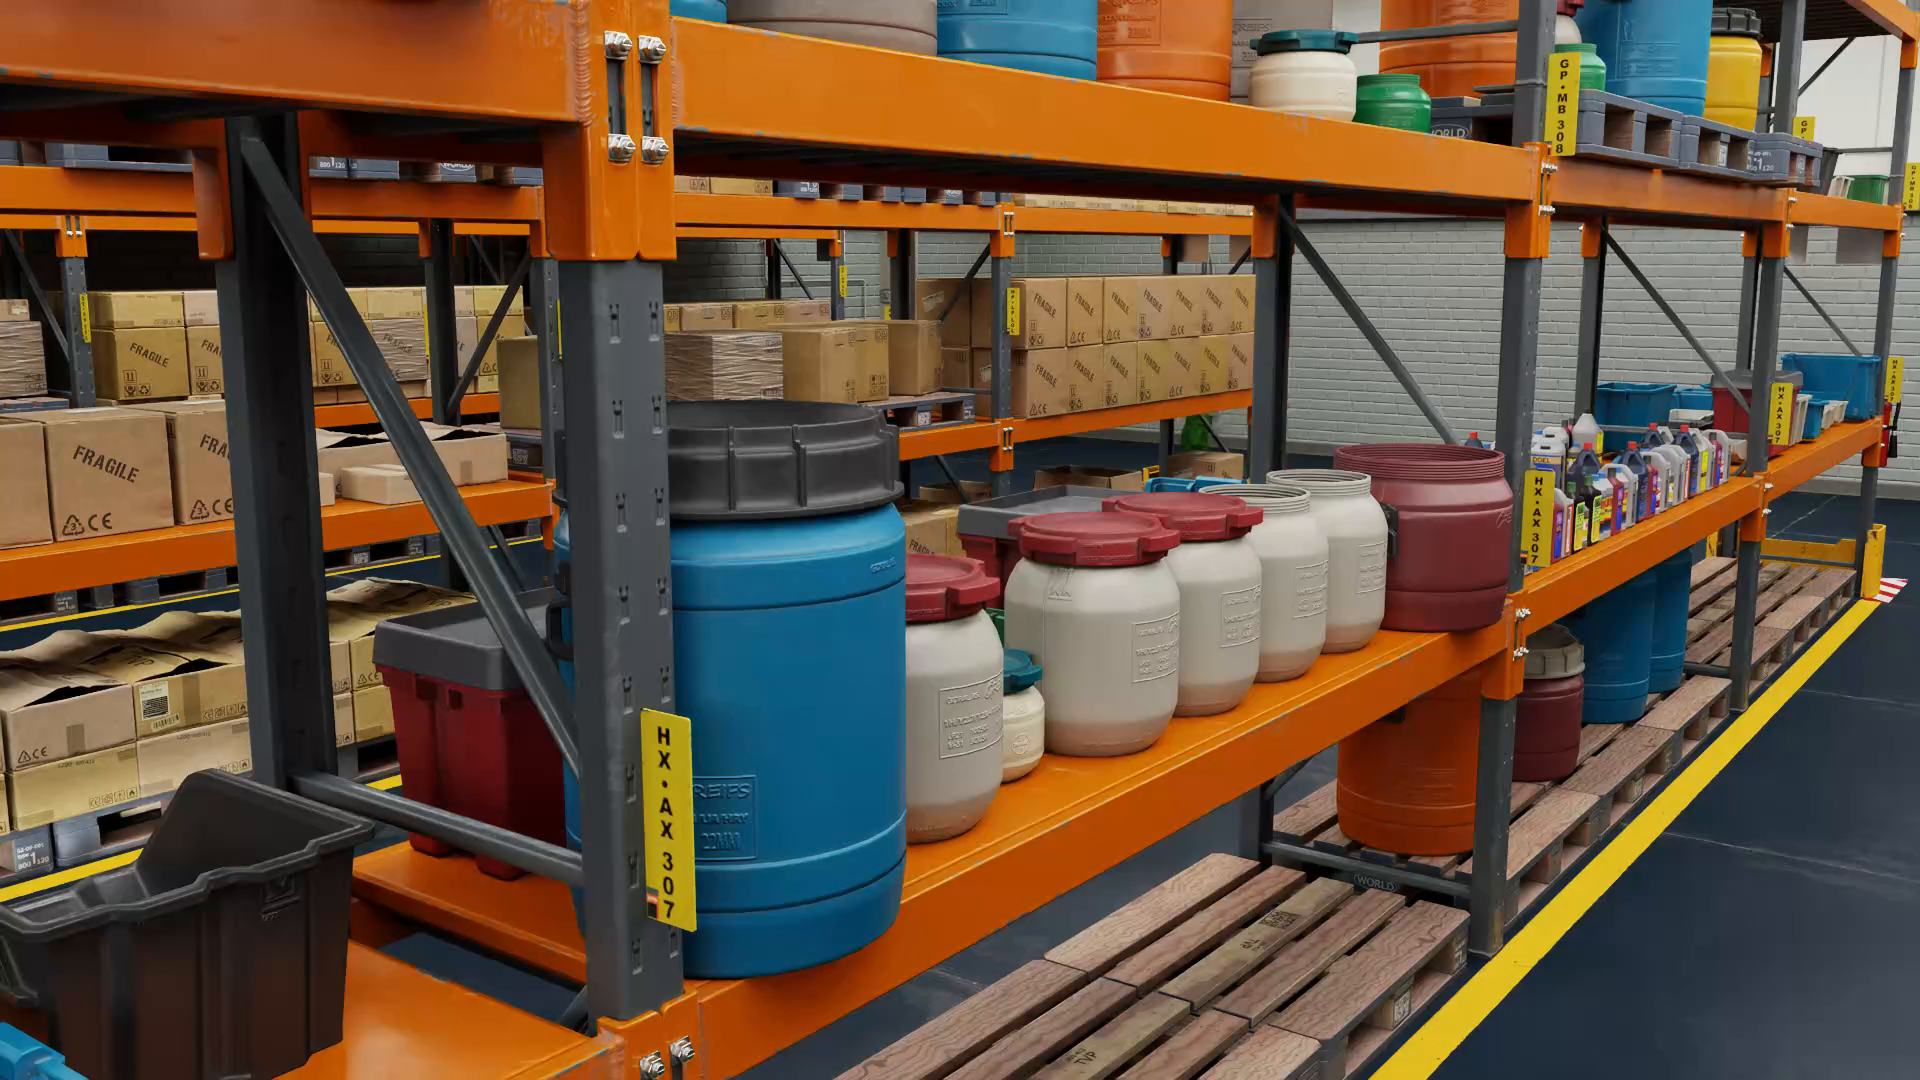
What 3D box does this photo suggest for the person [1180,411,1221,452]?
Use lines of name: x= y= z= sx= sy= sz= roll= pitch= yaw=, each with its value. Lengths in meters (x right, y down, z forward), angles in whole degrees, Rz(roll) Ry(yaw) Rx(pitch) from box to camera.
person: x=2.362 y=-1.248 z=16.634 sx=0.488 sy=1.835 sz=0.536 roll=6 pitch=11 yaw=32
